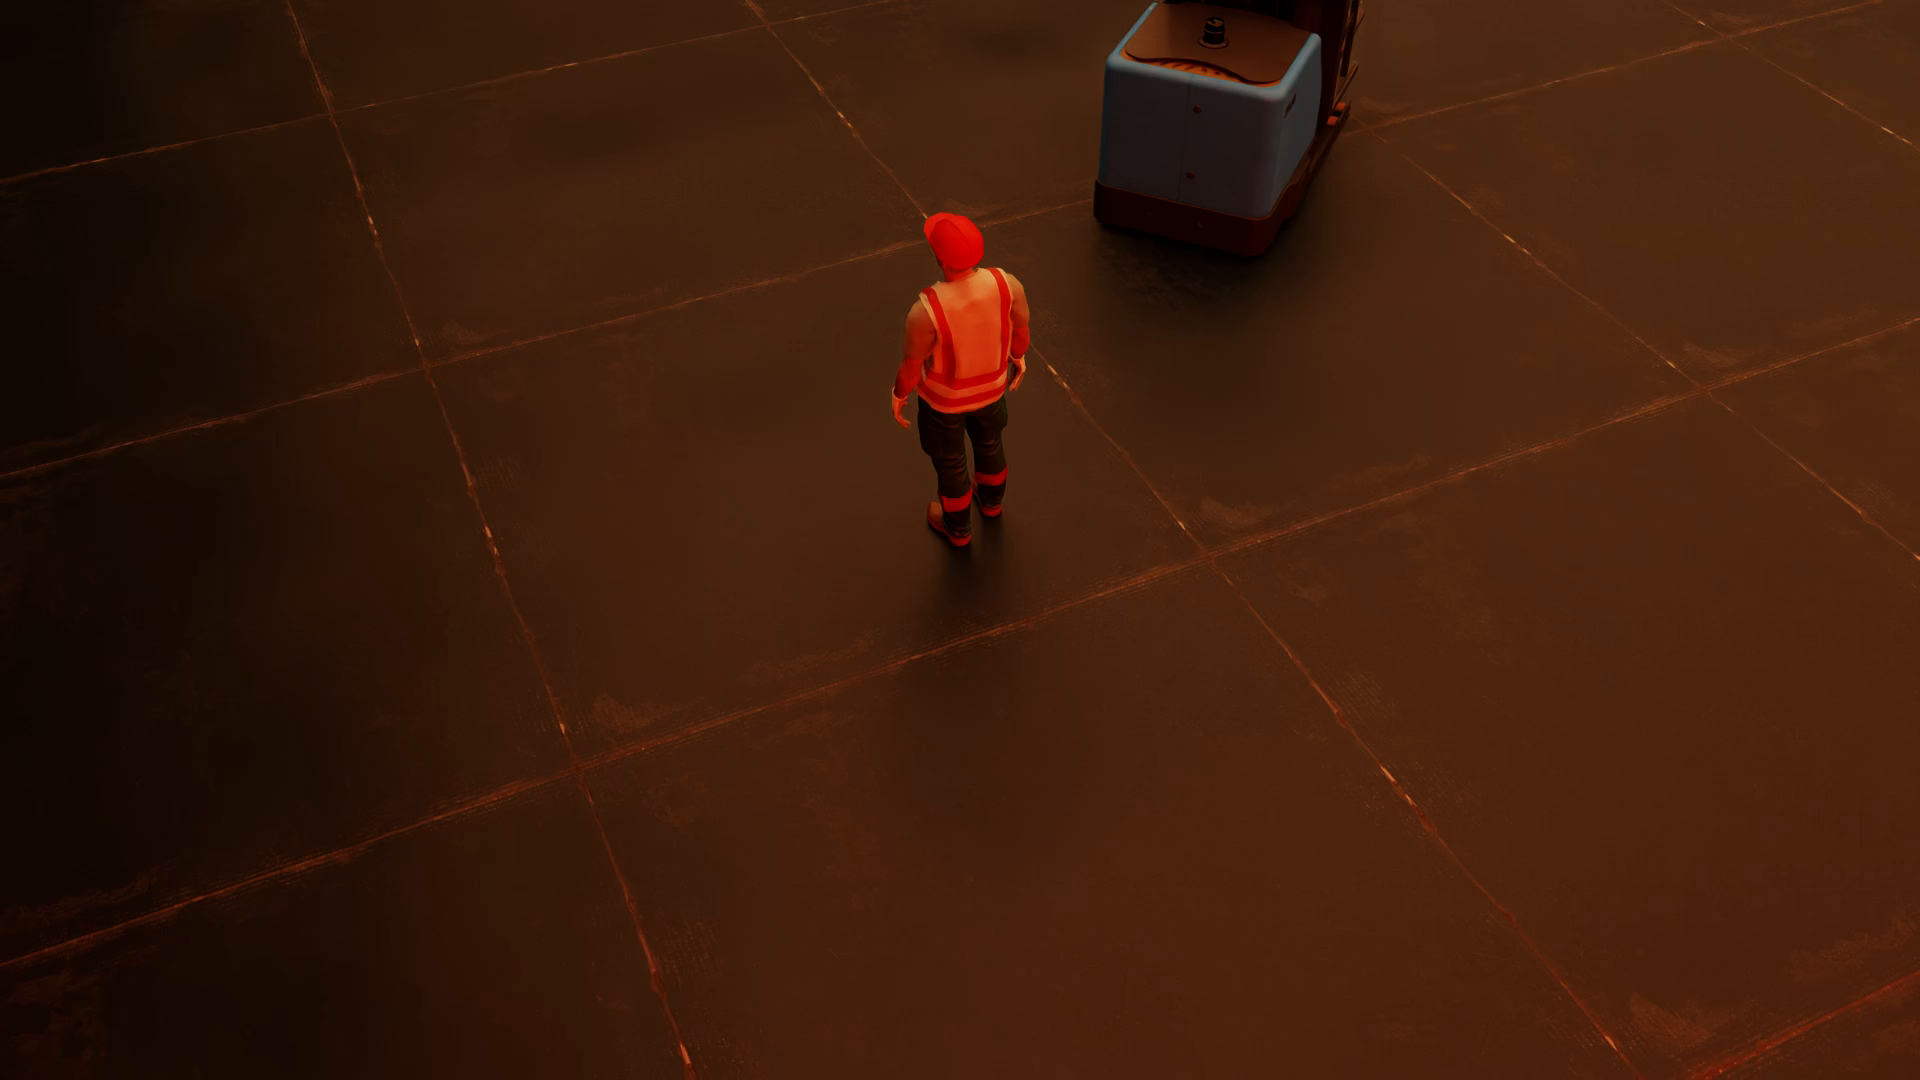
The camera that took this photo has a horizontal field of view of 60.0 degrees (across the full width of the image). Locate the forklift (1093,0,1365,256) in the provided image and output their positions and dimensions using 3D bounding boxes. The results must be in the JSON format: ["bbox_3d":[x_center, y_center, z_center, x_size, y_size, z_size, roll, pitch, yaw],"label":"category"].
[{"bbox_3d":[1.847,-3.697,9.641,1.130,2.935,3.031,17,46,17],"label":"forklift"}]

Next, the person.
[{"bbox_3d":[-0.023,-0.713,7.270,0.637,1.790,0.562,-18,46,-18],"label":"person"}]
